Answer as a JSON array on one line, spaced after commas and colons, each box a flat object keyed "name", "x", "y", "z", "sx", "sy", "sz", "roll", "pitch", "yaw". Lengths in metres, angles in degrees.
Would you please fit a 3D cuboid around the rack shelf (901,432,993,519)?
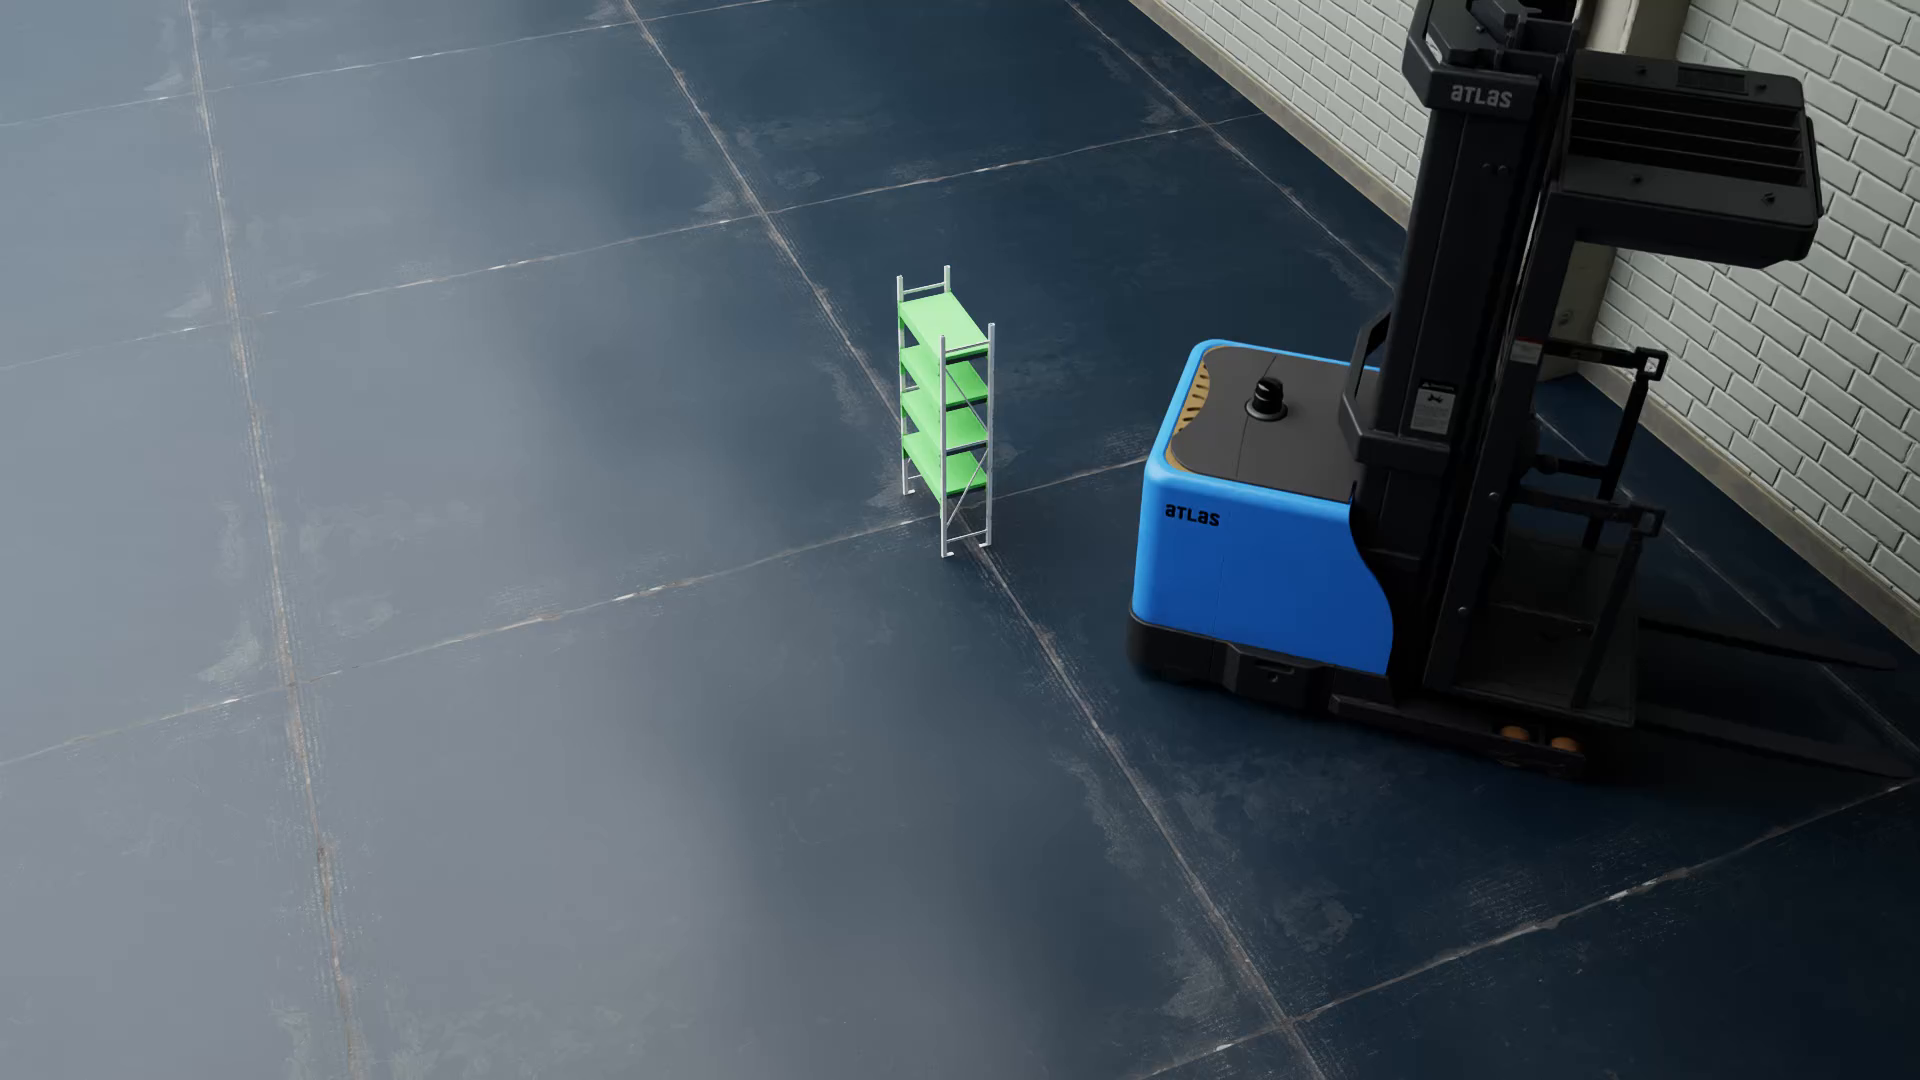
[{"name": "rack shelf", "x": -0.063, "y": -0.324, "z": 7.592, "sx": 0.258, "sy": 0.148, "sz": 0.480, "roll": -15, "pitch": 43, "yaw": -17}]

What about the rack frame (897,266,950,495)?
[{"name": "rack frame", "x": -0.157, "y": -0.702, "z": 7.564, "sx": 0.240, "sy": 1.200, "sz": 0.015, "roll": -15, "pitch": 43, "yaw": -17}]

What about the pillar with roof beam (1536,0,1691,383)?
[{"name": "pillar with roof beam", "x": -0.935, "y": -3.309, "z": 4.615, "sx": 9.100, "sy": 9.000, "sz": 0.400, "roll": -15, "pitch": 43, "yaw": -17}]

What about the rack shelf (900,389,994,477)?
[{"name": "rack shelf", "x": -0.063, "y": -0.506, "z": 7.435, "sx": 0.258, "sy": 0.148, "sz": 0.480, "roll": -15, "pitch": 43, "yaw": -17}]

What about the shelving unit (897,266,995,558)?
[{"name": "shelving unit", "x": -0.063, "y": -0.555, "z": 7.393, "sx": 0.258, "sy": 1.200, "sz": 0.503, "roll": -15, "pitch": 43, "yaw": -17}]

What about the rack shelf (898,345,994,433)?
[{"name": "rack shelf", "x": -0.063, "y": -0.688, "z": 7.279, "sx": 0.258, "sy": 0.148, "sz": 0.480, "roll": -15, "pitch": 43, "yaw": -17}]

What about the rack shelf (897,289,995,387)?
[{"name": "rack shelf", "x": -0.063, "y": -0.870, "z": 7.122, "sx": 0.258, "sy": 0.148, "sz": 0.480, "roll": -15, "pitch": 43, "yaw": -17}]

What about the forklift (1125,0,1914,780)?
[{"name": "forklift", "x": 2.271, "y": -0.561, "z": 6.073, "sx": 3.031, "sy": 2.935, "sz": 1.130, "roll": 12, "pitch": 42, "yaw": 14}]

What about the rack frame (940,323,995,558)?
[{"name": "rack frame", "x": 0.030, "y": -0.408, "z": 7.222, "sx": 0.240, "sy": 1.200, "sz": 0.015, "roll": -15, "pitch": 43, "yaw": -17}]
